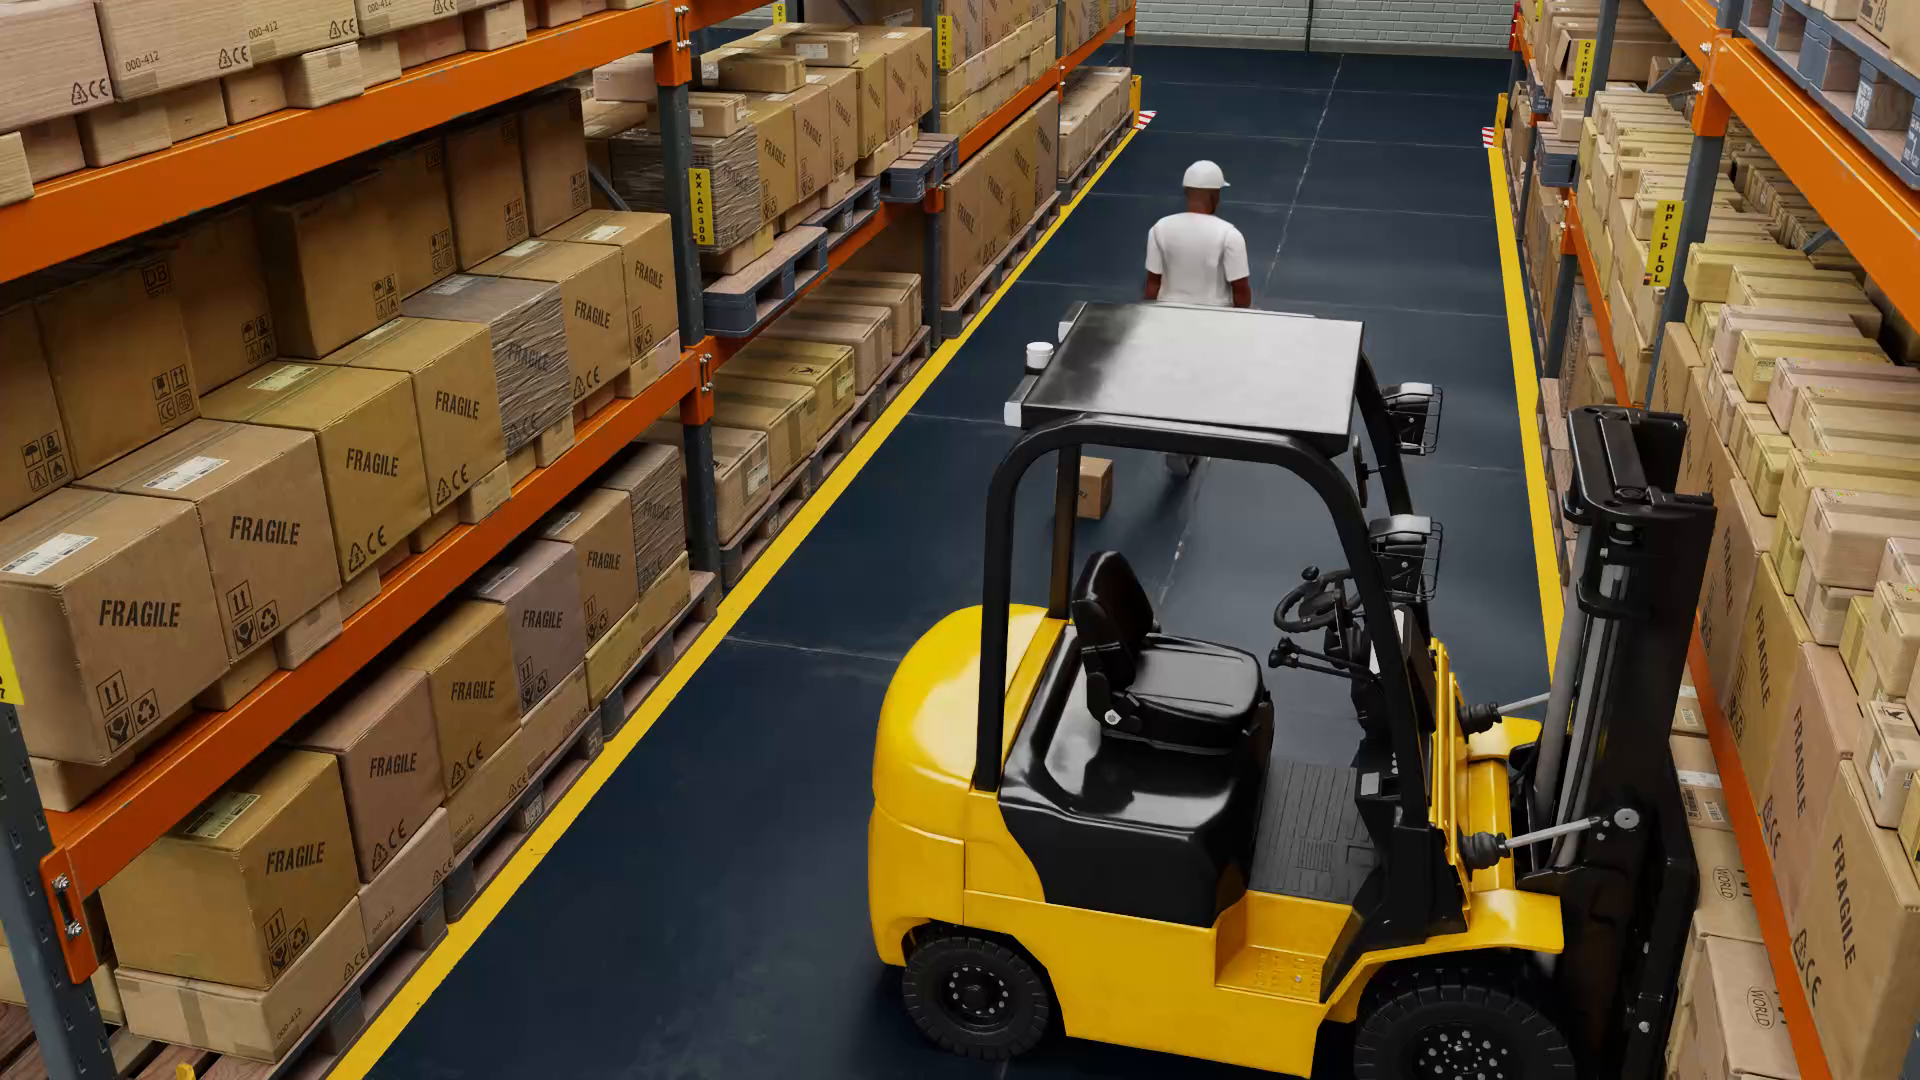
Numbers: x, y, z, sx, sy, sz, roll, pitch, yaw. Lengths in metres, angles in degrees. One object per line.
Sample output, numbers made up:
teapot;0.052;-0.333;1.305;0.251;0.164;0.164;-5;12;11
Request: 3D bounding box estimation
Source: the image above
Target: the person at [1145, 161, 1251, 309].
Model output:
person;1.303;-1.487;8.938;0.601;1.084;0.361;15;29;29
